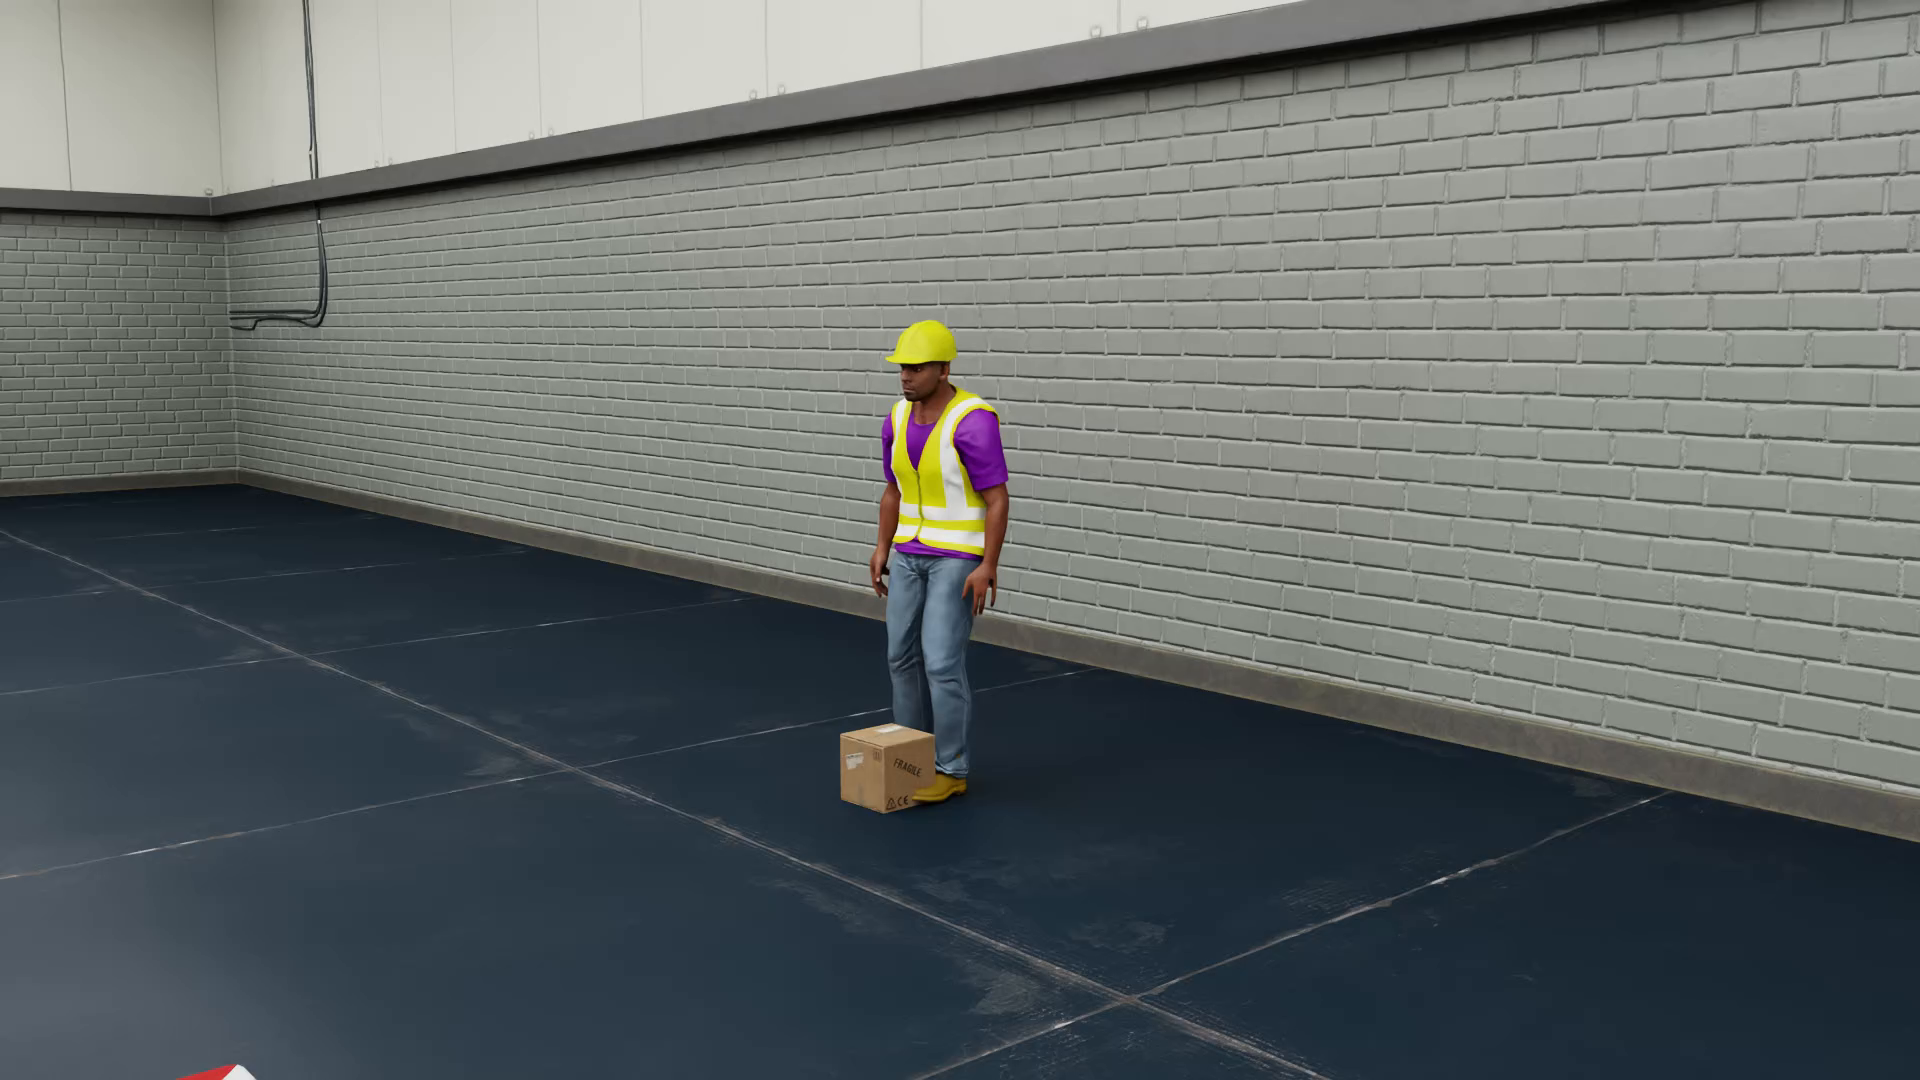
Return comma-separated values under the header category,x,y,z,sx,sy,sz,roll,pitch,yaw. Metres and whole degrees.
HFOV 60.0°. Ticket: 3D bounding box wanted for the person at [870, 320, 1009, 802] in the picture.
category,x,y,z,sx,sy,sz,roll,pitch,yaw
person,-0.098,0.070,6.172,0.460,1.759,0.629,-7,10,-44
